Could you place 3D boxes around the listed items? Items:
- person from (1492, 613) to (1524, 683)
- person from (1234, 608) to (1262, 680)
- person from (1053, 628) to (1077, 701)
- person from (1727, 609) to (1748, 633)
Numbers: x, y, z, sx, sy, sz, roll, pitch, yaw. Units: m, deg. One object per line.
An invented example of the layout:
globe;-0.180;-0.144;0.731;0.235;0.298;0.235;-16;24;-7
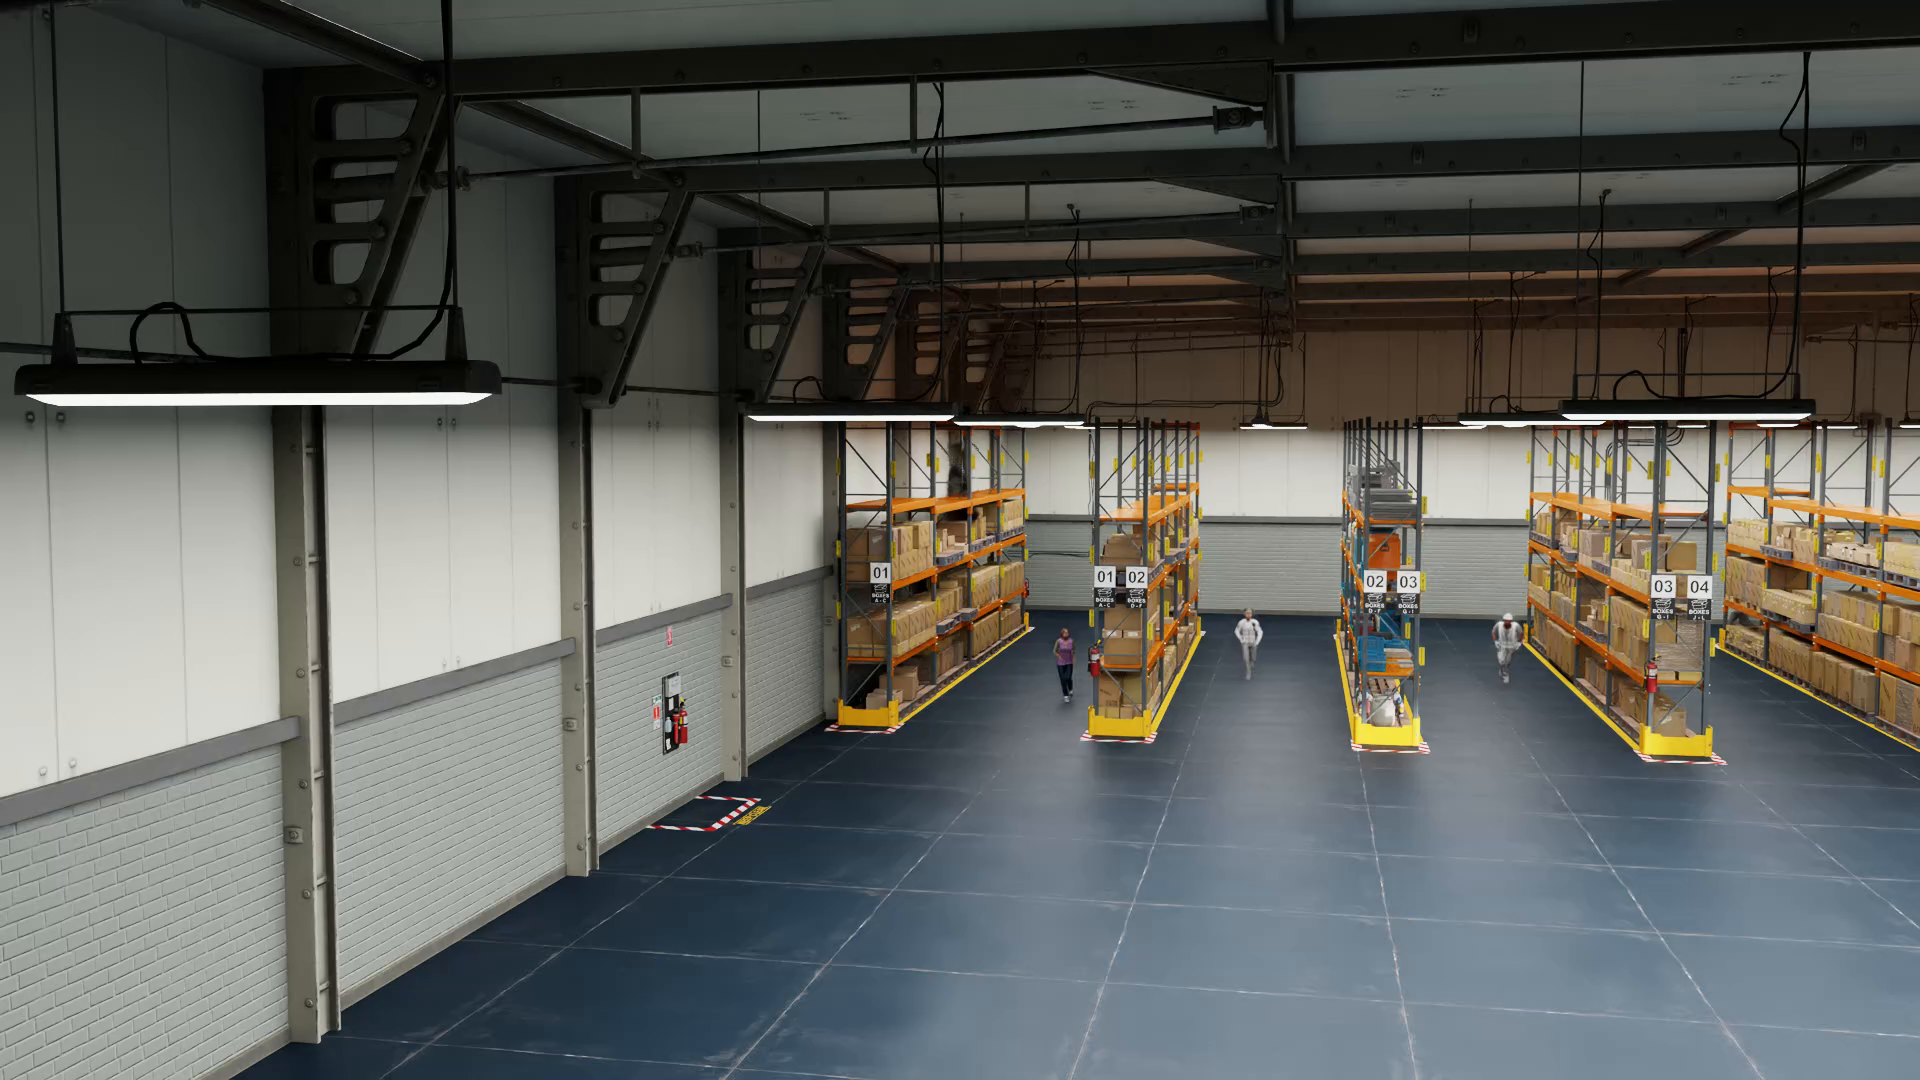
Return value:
person;12.550;2.453;38.127;0.699;1.621;0.982;1;4;16
person;6.726;2.400;38.783;0.640;1.669;0.632;0;4;4
person;2.224;2.650;35.257;0.521;1.566;0.551;0;4;1
person;21.291;1.991;45.240;0.731;1.714;0.564;0;4;-2
